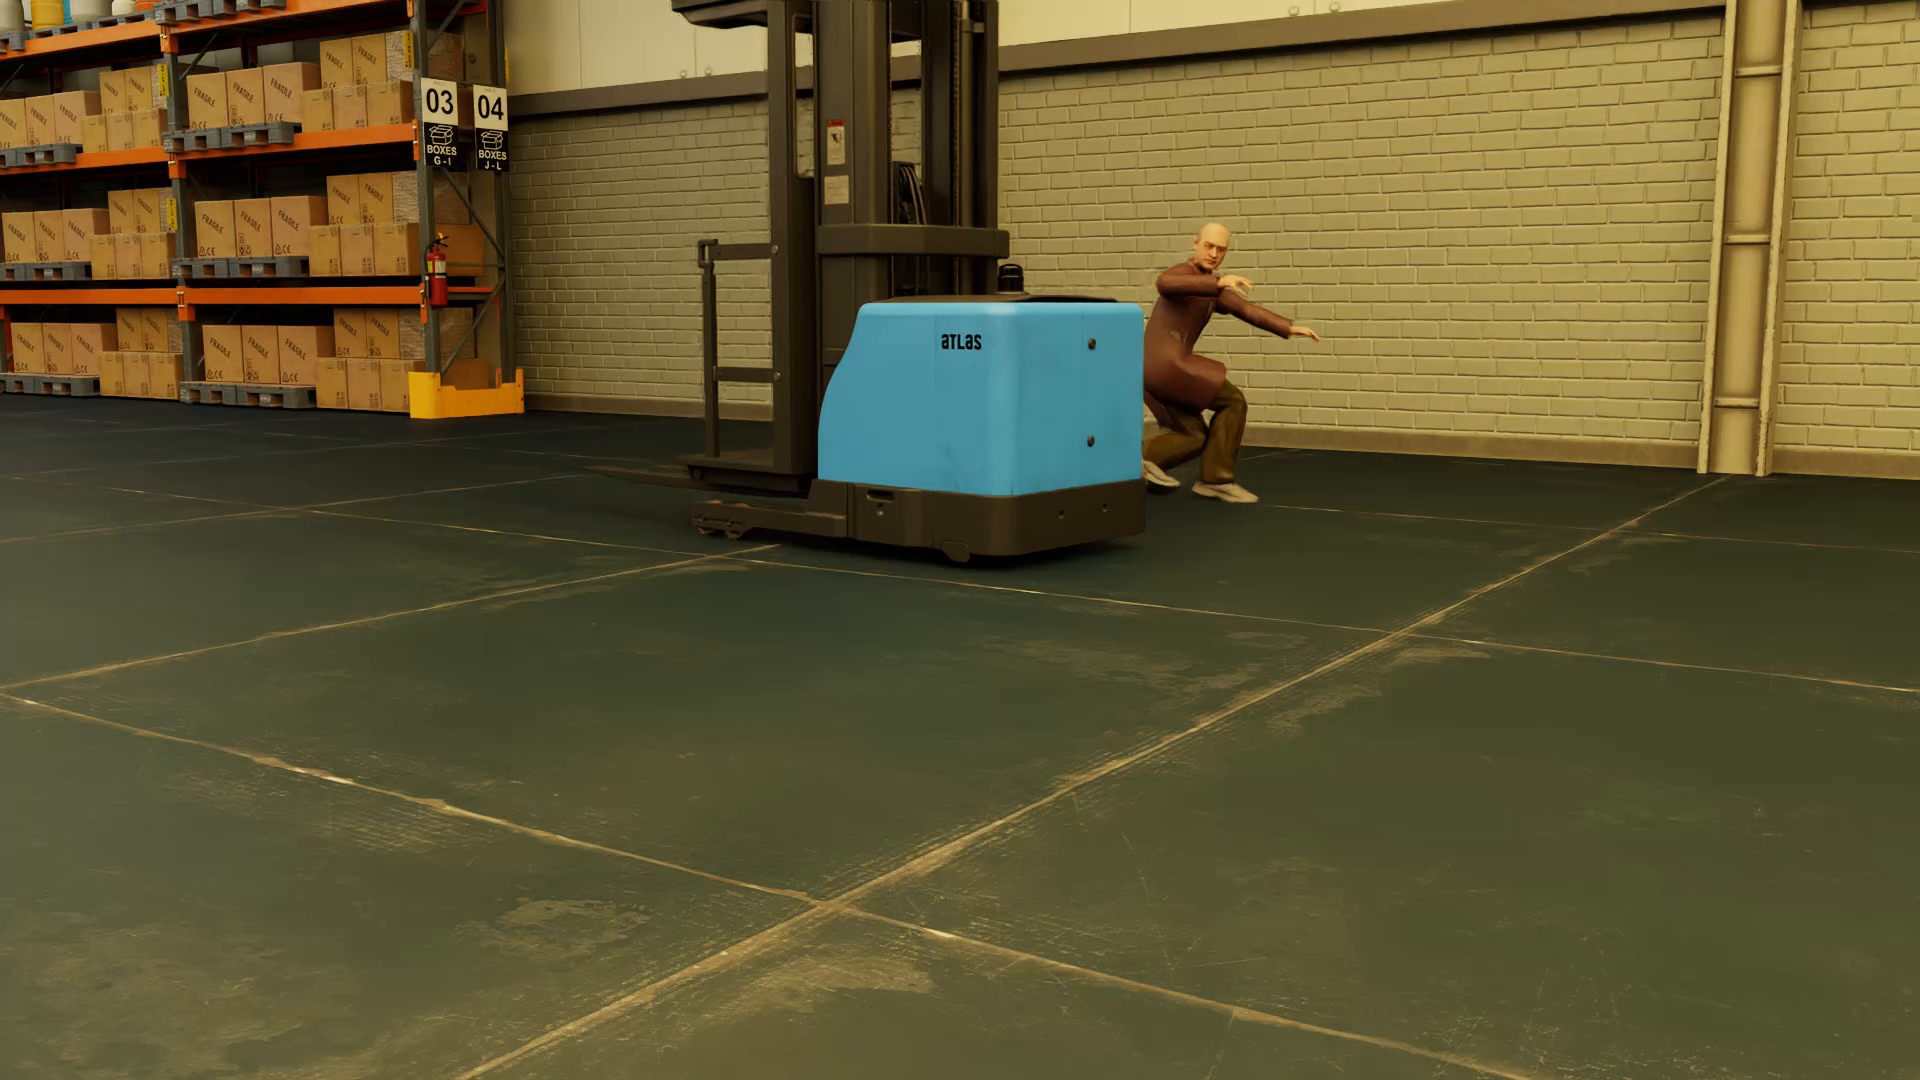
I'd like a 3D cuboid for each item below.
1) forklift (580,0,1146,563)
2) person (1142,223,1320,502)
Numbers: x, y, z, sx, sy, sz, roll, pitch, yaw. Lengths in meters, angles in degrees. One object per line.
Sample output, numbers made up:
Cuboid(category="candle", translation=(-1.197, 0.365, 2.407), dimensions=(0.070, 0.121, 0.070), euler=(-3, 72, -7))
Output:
Cuboid(category="forklift", translation=(-0.625, -1.504, 7.773), dimensions=(3.031, 2.935, 1.130), euler=(7, 11, 41))
Cuboid(category="person", translation=(1.417, -0.935, 8.940), dimensions=(1.185, 1.522, 0.875), euler=(-1, 8, -6))
